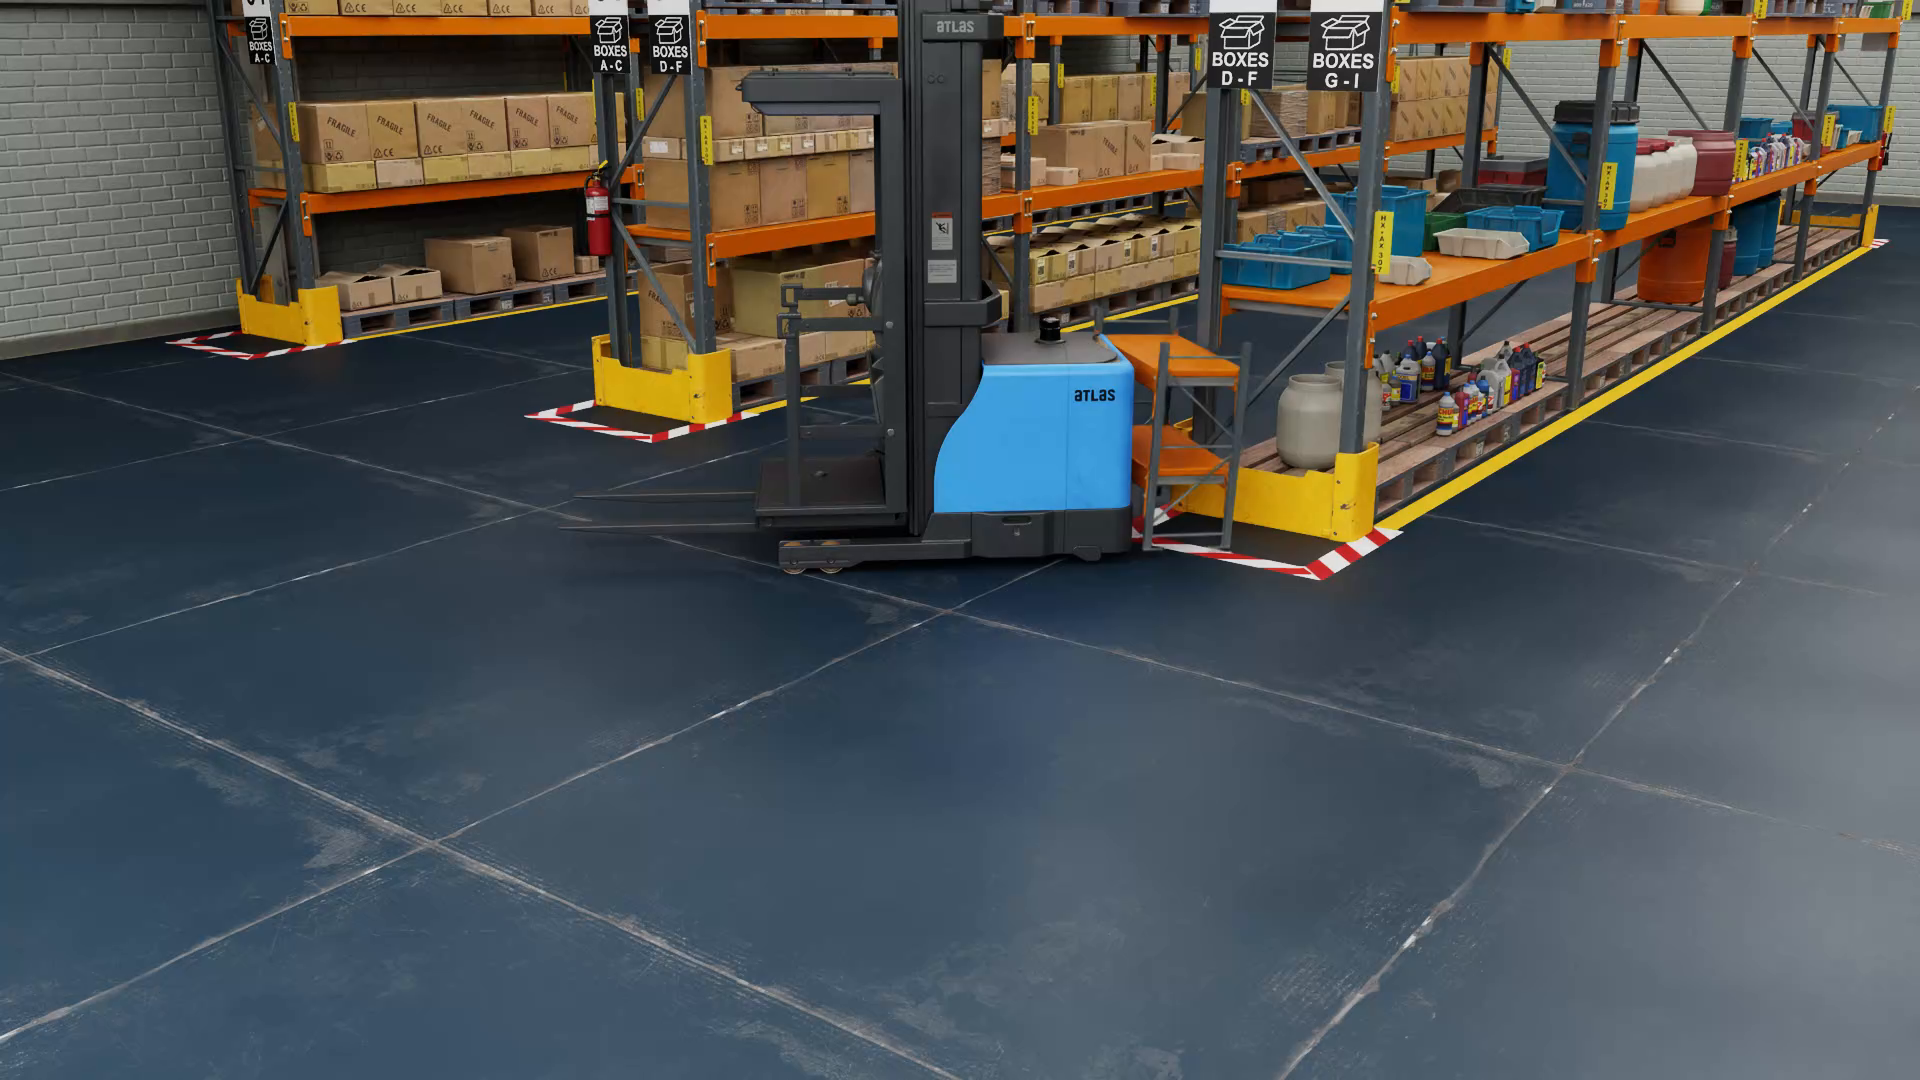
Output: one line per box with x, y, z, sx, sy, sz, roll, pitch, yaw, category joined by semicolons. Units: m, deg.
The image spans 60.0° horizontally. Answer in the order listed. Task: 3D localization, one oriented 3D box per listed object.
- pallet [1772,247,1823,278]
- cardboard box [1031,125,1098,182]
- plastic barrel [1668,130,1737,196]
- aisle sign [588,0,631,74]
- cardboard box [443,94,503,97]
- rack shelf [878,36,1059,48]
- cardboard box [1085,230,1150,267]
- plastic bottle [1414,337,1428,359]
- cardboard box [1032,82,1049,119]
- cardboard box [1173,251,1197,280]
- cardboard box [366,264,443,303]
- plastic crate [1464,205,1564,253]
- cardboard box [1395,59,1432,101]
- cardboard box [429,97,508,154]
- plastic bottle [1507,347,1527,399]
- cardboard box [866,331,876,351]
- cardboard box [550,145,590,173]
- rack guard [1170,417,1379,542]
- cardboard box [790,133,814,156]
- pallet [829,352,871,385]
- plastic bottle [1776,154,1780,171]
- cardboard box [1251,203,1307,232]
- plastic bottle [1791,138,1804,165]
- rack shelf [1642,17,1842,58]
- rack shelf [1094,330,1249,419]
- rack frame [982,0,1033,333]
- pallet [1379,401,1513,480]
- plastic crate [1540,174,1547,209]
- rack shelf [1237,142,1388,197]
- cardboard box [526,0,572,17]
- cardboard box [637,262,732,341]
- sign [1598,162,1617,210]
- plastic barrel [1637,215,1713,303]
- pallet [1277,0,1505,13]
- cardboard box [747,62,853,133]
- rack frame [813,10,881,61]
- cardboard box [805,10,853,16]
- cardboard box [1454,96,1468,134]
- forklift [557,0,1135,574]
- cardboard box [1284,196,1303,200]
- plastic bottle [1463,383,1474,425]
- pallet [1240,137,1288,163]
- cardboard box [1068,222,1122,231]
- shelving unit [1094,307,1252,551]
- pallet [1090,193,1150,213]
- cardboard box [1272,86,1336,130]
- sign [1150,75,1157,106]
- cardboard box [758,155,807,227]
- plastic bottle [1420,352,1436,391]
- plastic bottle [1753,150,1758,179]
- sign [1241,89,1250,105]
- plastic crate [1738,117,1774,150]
9.341;-3.239;19.317;1.003;0.211;1.213;12;21;35;pallet
0.976;-3.712;15.972;0.500;0.500;0.500;14;22;39;cardboard box
6.518;-3.336;14.701;0.600;0.536;0.708;12;21;35;plastic barrel
-2.467;-3.684;11.666;0.394;0.787;0.004;12;21;35;aisle sign
-4.849;-4.214;16.711;0.500;0.500;0.500;13;22;36;cardboard box
-0.214;-6.751;22.082;1.077;0.370;4.000;12;21;35;rack shelf
1.553;-2.935;16.620;0.500;0.311;0.500;13;22;36;cardboard box
3.353;-1.309;12.126;0.144;0.351;0.185;13;22;36;plastic bottle
0.905;-6.184;23.395;0.500;0.500;0.500;12;21;34;cardboard box
2.153;-2.907;17.476;0.500;0.250;0.500;12;21;34;cardboard box
-5.348;-2.491;16.001;0.500;0.311;0.500;15;22;39;cardboard box
3.726;-2.100;11.200;0.499;0.251;0.616;12;21;35;plastic crate
5.772;-5.975;21.573;0.500;0.500;0.500;12;21;33;cardboard box
-4.733;-4.000;16.023;0.500;0.500;0.500;13;22;36;cardboard box
3.901;-1.178;11.704;0.144;0.351;0.185;11;20;32;plastic bottle
-0.798;-1.739;13.714;0.500;0.250;0.500;12;21;35;cardboard box
-4.131;-3.888;16.925;0.500;0.250;0.500;13;21;35;cardboard box
1.792;-0.363;9.569;1.175;0.500;0.348;12;21;35;rack guard
-1.328;-3.001;12.589;0.380;0.149;0.250;12;21;34;cardboard box
-1.042;-1.554;13.890;1.003;0.211;1.213;12;21;35;pallet
8.313;-3.871;16.985;0.097;0.201;0.097;0;17;0;plastic bottle
3.686;-3.630;19.349;0.500;0.500;0.500;12;21;34;cardboard box
8.959;-4.178;17.849;0.152;0.276;0.135;12;21;35;plastic bottle
7.742;-5.001;16.445;1.077;0.370;4.000;12;21;35;rack shelf
1.134;-0.923;9.171;0.538;0.278;1.000;-2;18;-15;rack shelf
0.192;-3.359;15.003;1.000;3.000;0.127;12;21;35;rack frame
3.007;-0.707;11.164;1.003;0.211;1.213;12;21;35;pallet
4.575;-2.793;13.207;0.392;0.384;0.575;12;21;35;plastic crate
3.767;-4.445;19.711;1.077;0.370;4.000;12;21;35;rack shelf
-4.203;-5.441;16.447;0.500;0.500;0.500;10;20;30;cardboard box
-2.111;-1.832;12.750;0.500;0.500;0.500;12;21;35;cardboard box
4.603;-2.515;11.819;0.100;0.325;0.005;12;21;35;sign
6.829;-2.719;15.893;0.600;0.830;0.708;12;21;35;plastic barrel
2.356;-3.052;9.275;1.003;0.211;1.213;12;21;35;pallet
-1.263;-3.442;12.912;0.700;0.500;0.500;13;21;35;cardboard box
-1.406;-5.186;20.886;1.000;3.000;0.127;12;21;35;rack frame
-1.618;-6.366;19.746;0.500;0.311;0.500;12;21;35;cardboard box
6.685;-5.868;22.914;0.500;0.500;0.500;13;21;35;cardboard box
-0.628;-1.385;8.760;3.031;2.935;1.130;-1;17;-4;forklift
3.862;-3.962;20.417;0.500;0.500;0.500;13;21;35;cardboard box
3.319;-0.896;10.929;0.097;0.271;0.097;0;17;0;plastic bottle
2.922;-4.394;18.659;1.213;0.211;1.003;12;21;35;pallet
1.415;-3.146;17.301;0.500;0.311;0.500;12;21;33;cardboard box
1.118;-0.644;9.259;0.538;1.125;1.048;-2;18;-15;shelving unit
2.220;-5.266;25.846;1.003;0.211;1.213;12;21;35;pallet
4.138;-5.264;20.262;0.500;0.500;0.700;-16;23;-42;cardboard box
2.134;-4.920;18.212;0.100;0.325;0.005;12;21;35;sign
-1.594;-2.689;12.676;0.700;0.500;0.500;13;22;36;cardboard box
3.364;-1.215;11.958;0.097;0.271;0.097;0;17;0;plastic bottle
7.710;-3.663;16.198;0.097;0.271;0.097;0;17;0;plastic bottle
3.023;-4.767;17.585;0.100;0.325;0.005;12;21;35;sign
8.938;-4.581;18.863;0.392;0.384;0.575;12;21;35;plastic crate
